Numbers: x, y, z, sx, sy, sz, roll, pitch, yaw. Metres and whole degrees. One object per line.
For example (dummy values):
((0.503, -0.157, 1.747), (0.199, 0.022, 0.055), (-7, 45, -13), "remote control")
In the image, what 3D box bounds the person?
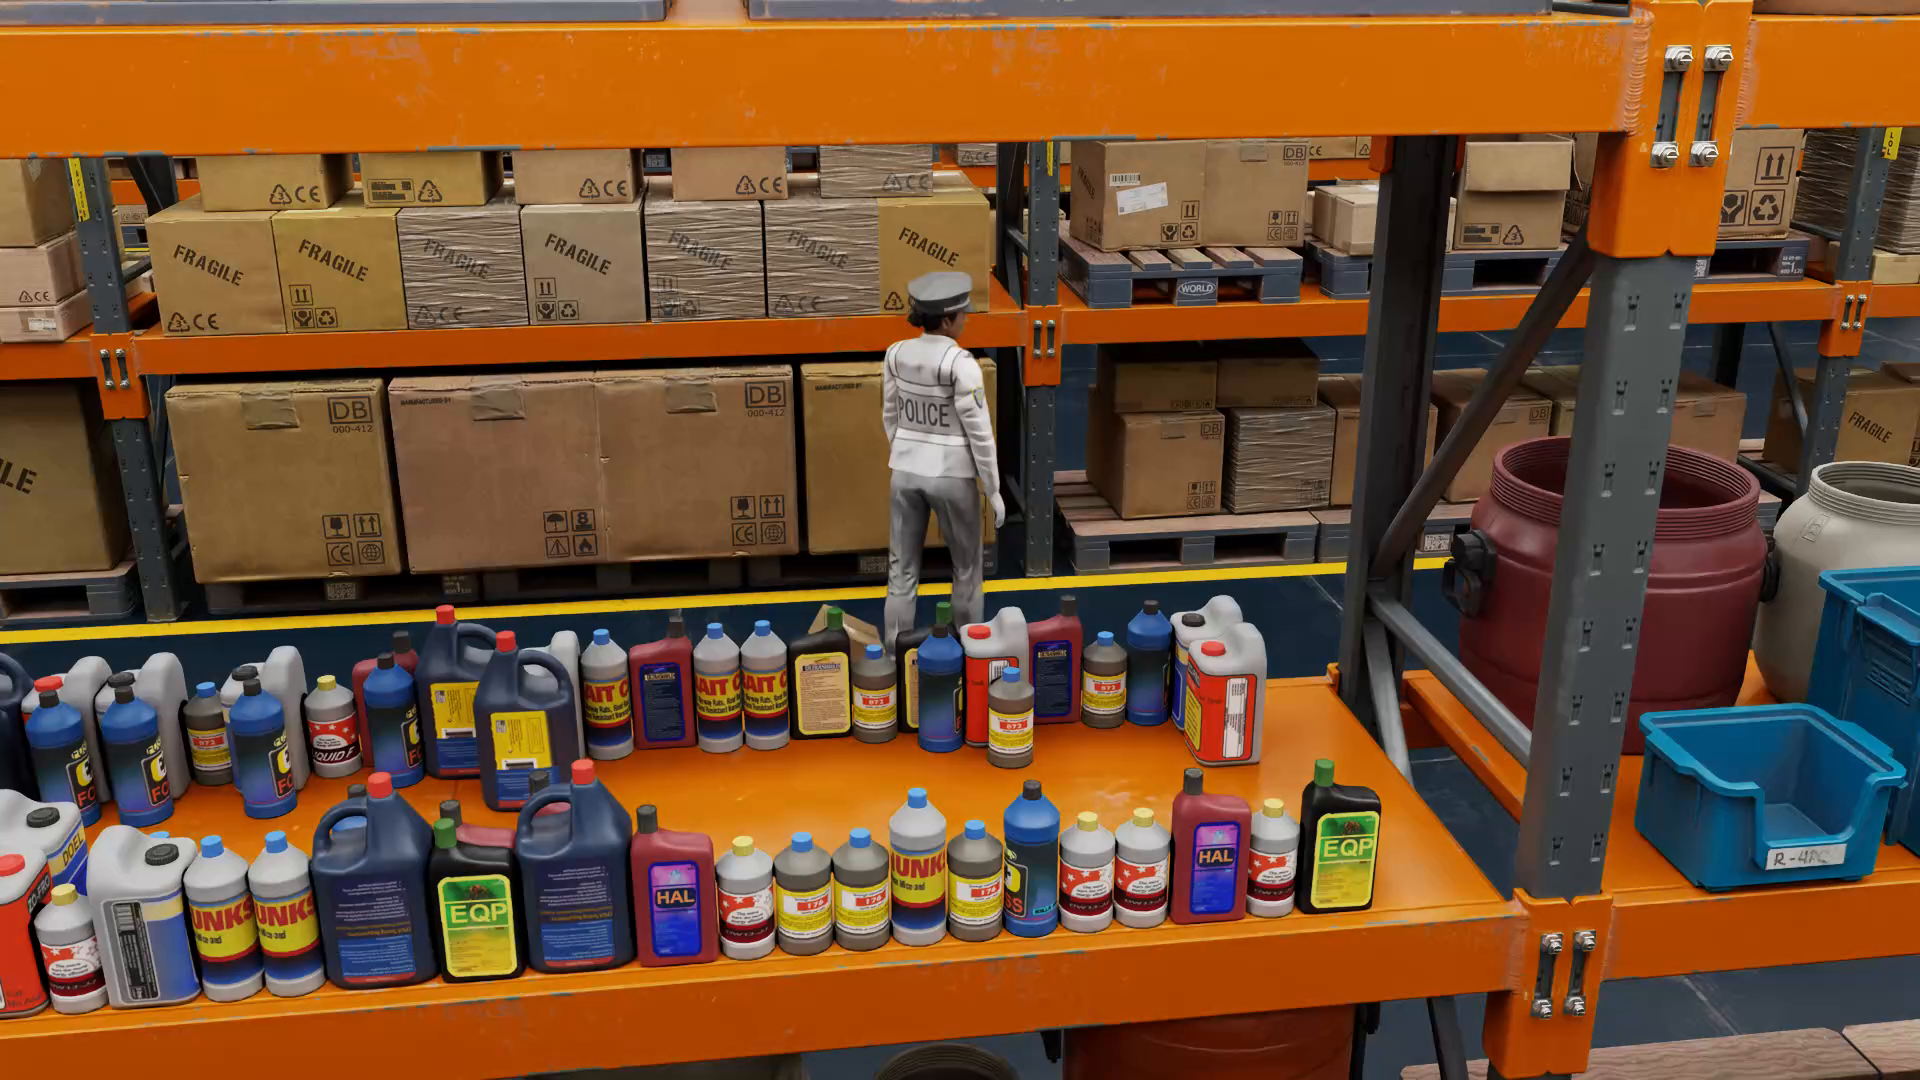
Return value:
((-0.063, -0.232, 6.631), (0.554, 1.661, 0.571), (11, 23, 27), "person")
